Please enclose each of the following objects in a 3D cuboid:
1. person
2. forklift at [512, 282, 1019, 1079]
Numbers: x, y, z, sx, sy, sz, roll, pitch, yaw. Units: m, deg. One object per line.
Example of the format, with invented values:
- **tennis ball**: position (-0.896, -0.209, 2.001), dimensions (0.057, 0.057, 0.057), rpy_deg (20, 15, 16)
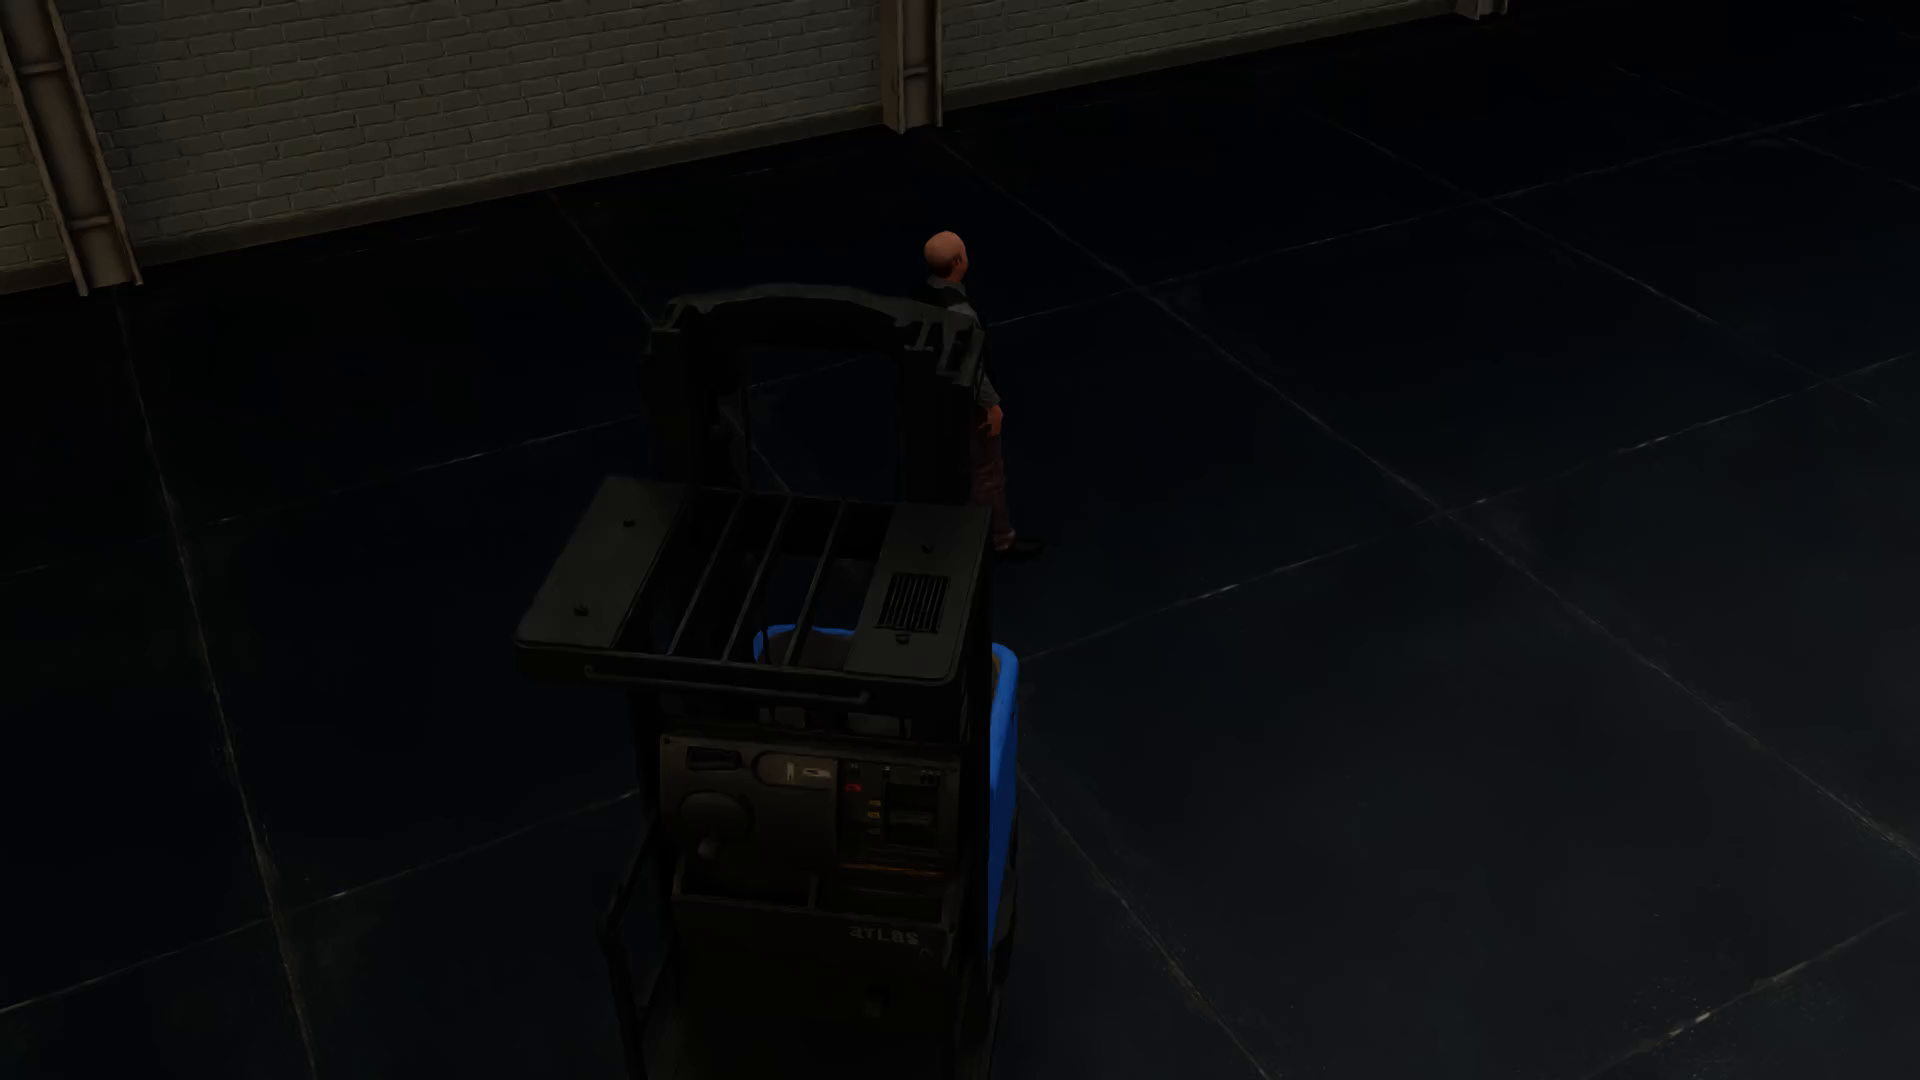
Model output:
- **person**: position (0.059, -0.722, 8.179), dimensions (0.567, 1.720, 0.632), rpy_deg (-17, 39, -23)
- **forklift**: position (-0.488, 0.870, 4.892), dimensions (1.130, 2.935, 3.031), rpy_deg (5, 36, 7)
